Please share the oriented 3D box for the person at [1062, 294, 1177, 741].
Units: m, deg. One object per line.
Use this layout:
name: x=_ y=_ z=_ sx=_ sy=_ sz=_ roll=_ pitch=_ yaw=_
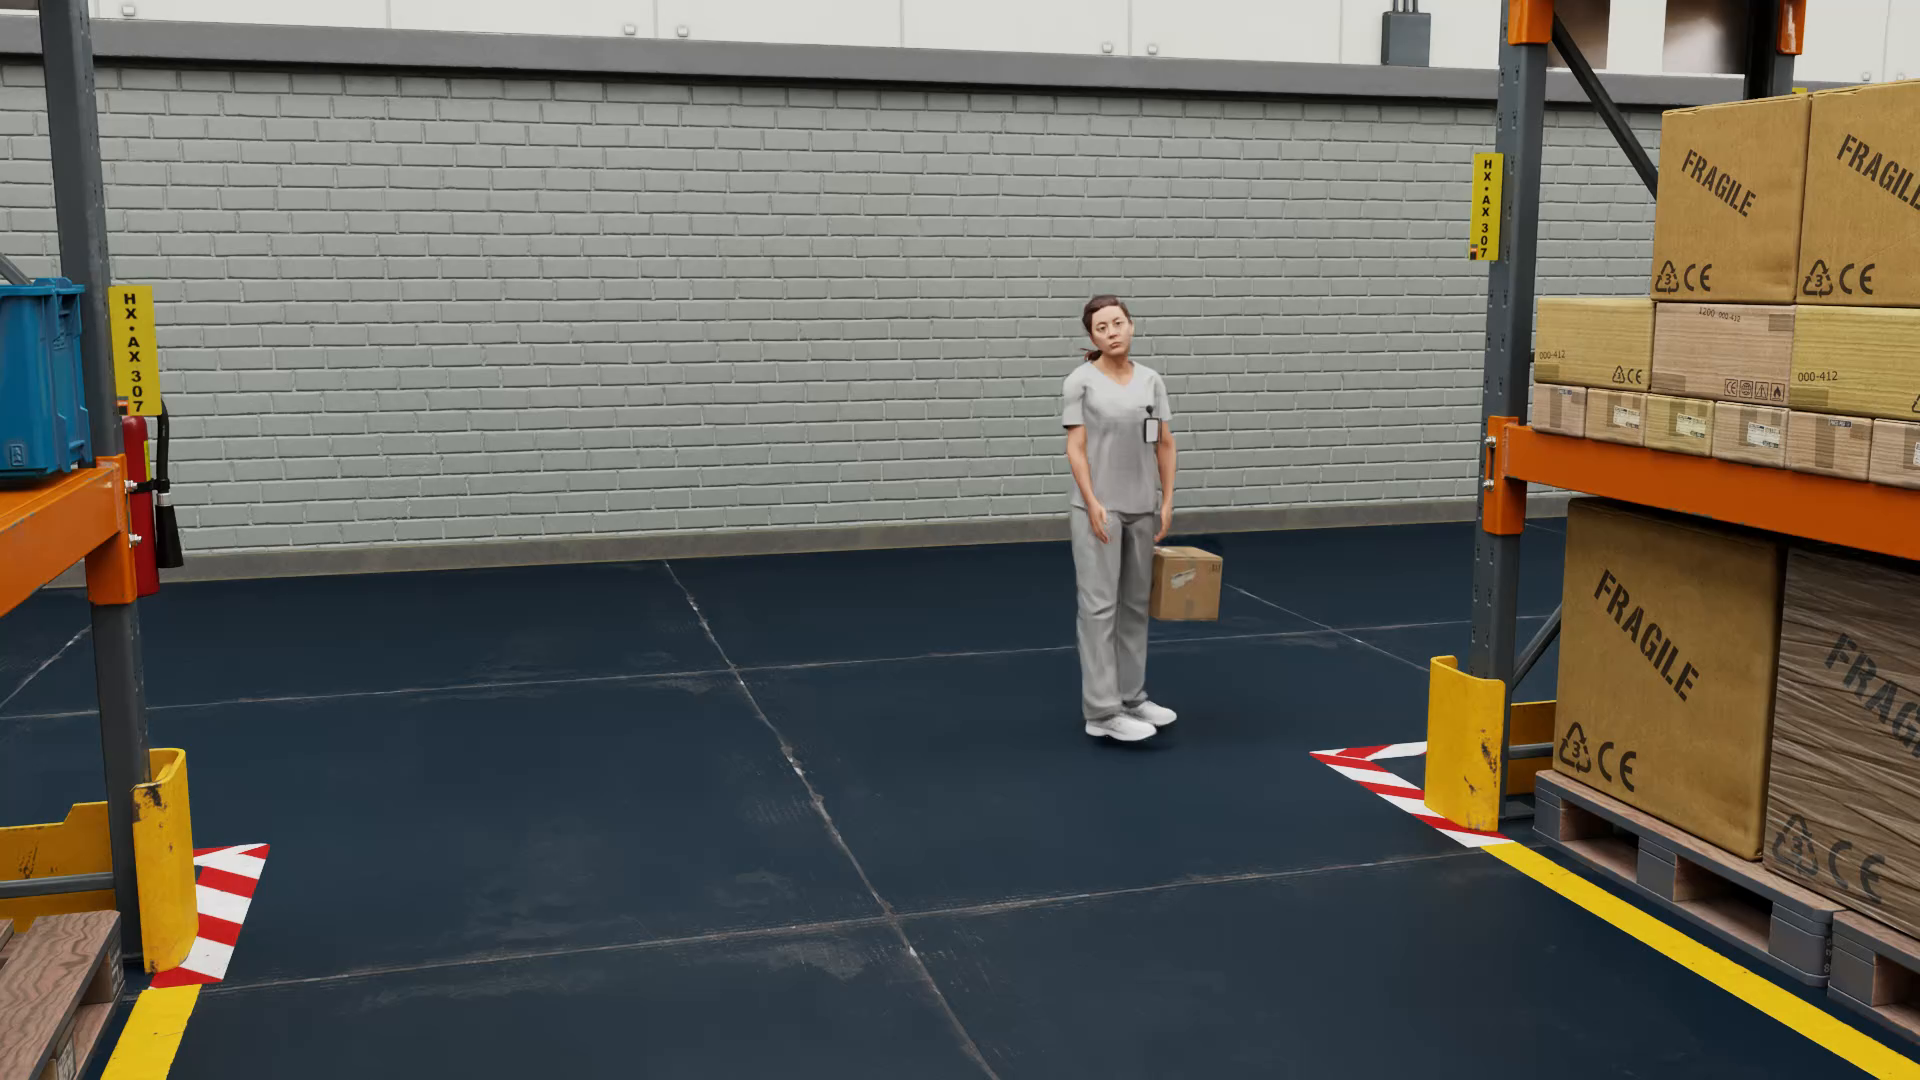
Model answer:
person: x=0.645 y=-0.088 z=6.317 sx=0.463 sy=1.674 sz=0.537 roll=-5 pitch=10 yaw=-27
